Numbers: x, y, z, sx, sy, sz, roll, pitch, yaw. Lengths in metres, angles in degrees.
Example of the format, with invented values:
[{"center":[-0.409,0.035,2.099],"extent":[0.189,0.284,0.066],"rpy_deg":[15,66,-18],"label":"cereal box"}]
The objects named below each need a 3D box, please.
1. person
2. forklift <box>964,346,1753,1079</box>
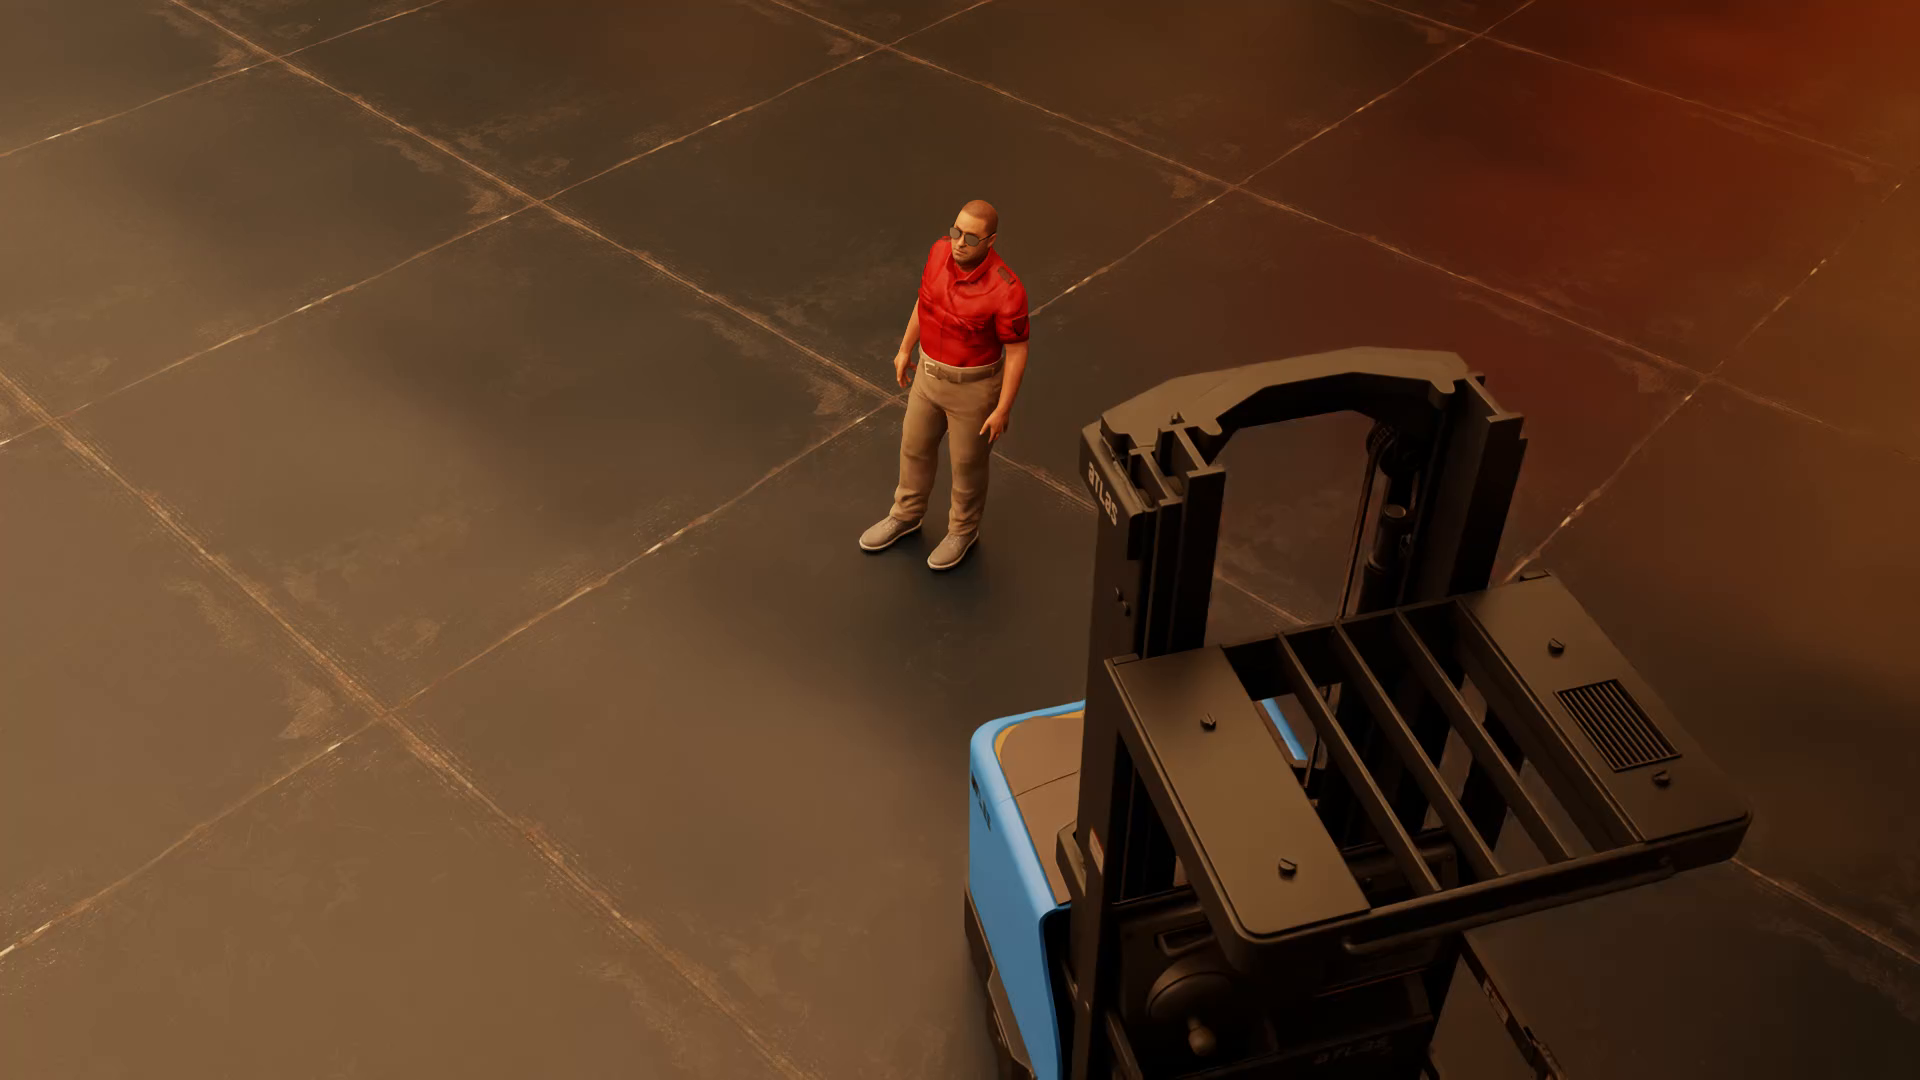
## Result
[{"center":[-0.070,-0.623,7.068],"extent":[0.640,1.727,0.551],"rpy_deg":[31,49,31],"label":"person"},{"center":[0.911,1.130,4.111],"extent":[1.130,2.935,3.031],"rpy_deg":[-11,42,-12],"label":"forklift"}]
